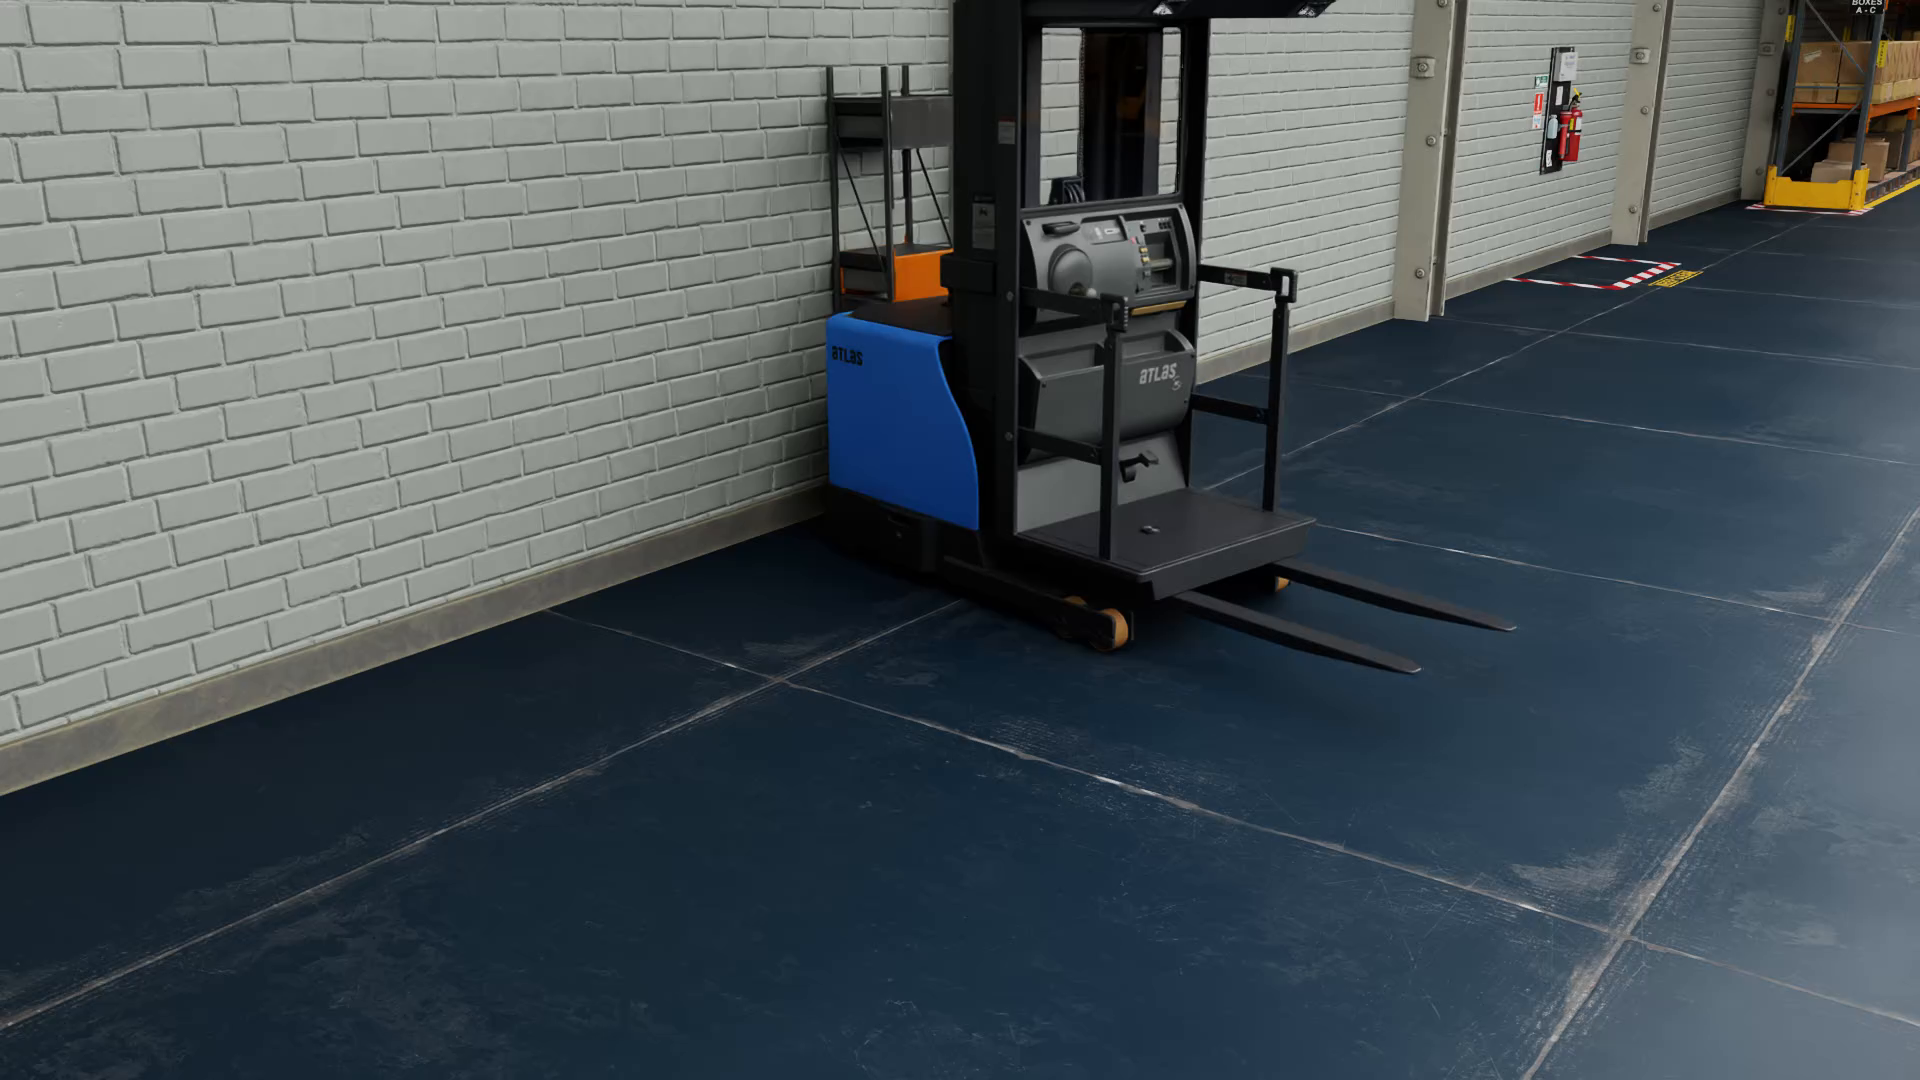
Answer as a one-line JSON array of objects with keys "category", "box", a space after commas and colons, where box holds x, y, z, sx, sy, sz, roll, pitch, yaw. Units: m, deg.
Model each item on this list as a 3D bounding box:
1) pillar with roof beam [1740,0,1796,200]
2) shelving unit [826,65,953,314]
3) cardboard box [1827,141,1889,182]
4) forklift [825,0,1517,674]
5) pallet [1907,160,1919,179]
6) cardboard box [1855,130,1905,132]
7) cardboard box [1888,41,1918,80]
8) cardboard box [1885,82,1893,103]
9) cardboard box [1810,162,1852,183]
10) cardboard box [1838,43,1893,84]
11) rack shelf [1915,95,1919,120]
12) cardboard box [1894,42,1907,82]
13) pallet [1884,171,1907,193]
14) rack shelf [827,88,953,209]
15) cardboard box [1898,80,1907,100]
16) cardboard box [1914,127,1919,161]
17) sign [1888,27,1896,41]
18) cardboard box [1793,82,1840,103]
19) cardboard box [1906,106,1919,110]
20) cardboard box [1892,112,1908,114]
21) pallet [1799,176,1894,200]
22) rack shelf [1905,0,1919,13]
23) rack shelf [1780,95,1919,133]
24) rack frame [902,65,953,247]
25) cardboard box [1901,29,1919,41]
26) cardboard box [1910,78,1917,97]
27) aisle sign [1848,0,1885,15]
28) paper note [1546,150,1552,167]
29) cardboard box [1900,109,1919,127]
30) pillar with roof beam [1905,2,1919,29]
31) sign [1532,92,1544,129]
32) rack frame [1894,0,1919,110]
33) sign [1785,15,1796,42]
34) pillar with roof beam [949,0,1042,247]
[{"category": "pillar with roof beam", "box": [14.361, -8.234, 19.085, 9.100, 9.000, 0.400, 12, 21, 35]}, {"category": "shelving unit", "box": [-0.281, -1.179, 7.962, 0.431, 2.100, 0.503, 14, 22, 42]}, {"category": "cardboard box", "box": [12.483, -5.277, 23.151, 0.700, 0.500, 0.500, 11, 20, 31]}, {"category": "forklift", "box": [0.748, -1.142, 6.478, 1.130, 2.935, 3.031, -15, 23, -40]}, {"category": "pallet", "box": [14.754, -5.908, 26.414, 1.003, 0.211, 1.213, 12, 21, 35]}, {"category": "cardboard box", "box": [14.258, -6.089, 25.767, 0.700, 0.500, 0.500, 12, 21, 34]}, {"category": "cardboard box", "box": [12.930, -6.653, 23.066, 0.500, 0.500, 0.500, 12, 21, 33]}, {"category": "cardboard box", "box": [12.025, -5.934, 22.014, 0.500, 0.250, 0.500, 12, 21, 33]}, {"category": "cardboard box", "box": [11.666, -4.885, 22.208, 0.500, 0.311, 0.500, 10, 20, 29]}, {"category": "cardboard box", "box": [11.707, -6.167, 21.498, 0.500, 0.500, 0.500, 12, 21, 35]}, {"category": "rack shelf", "box": [14.756, -6.895, 26.103, 1.077, 0.370, 4.000, 12, 21, 35]}, {"category": "cardboard box", "box": [12.323, -6.404, 22.264, 0.500, 0.500, 0.500, 12, 21, 33]}, {"category": "pallet", "box": [13.193, -5.265, 24.341, 1.003, 0.211, 1.213, 12, 21, 35]}, {"category": "rack shelf", "box": [-0.292, -1.838, 7.770, 0.431, 0.518, 0.480, 14, 22, 42]}, {"category": "cardboard box", "box": [12.636, -6.174, 22.788, 0.500, 0.250, 0.500, 13, 21, 35]}, {"category": "cardboard box", "box": [14.887, -6.325, 26.528, 0.700, 0.500, 0.500, 12, 21, 34]}, {"category": "sign", "box": [15.500, -8.366, 27.672, 0.100, 0.325, 0.005, 12, 21, 35]}, {"category": "cardboard box", "box": [11.304, -5.893, 21.883, 0.500, 0.250, 0.500, 13, 21, 35]}, {"category": "cardboard box", "box": [16.492, -7.041, 28.277, 0.750, 0.750, 0.750, 12, 21, 34]}, {"category": "cardboard box", "box": [14.557, -6.545, 25.972, 0.500, 0.250, 0.500, 12, 21, 33]}, {"category": "pallet", "box": [12.467, -4.973, 23.401, 1.003, 0.211, 1.213, 12, 21, 35]}, {"category": "rack shelf", "box": [17.140, -9.281, 28.726, 1.077, 0.370, 4.000, 12, 21, 35]}, {"category": "rack shelf", "box": [12.373, -5.943, 23.035, 1.077, 0.370, 4.000, 12, 21, 35]}, {"category": "rack frame", "box": [-0.112, -1.232, 8.131, 0.400, 2.100, 0.015, 14, 22, 42]}, {"category": "cardboard box", "box": [16.010, -8.427, 27.853, 0.500, 0.250, 0.500, 13, 22, 36]}, {"category": "cardboard box", "box": [13.222, -6.417, 23.569, 0.500, 0.250, 0.500, 13, 21, 35]}, {"category": "aisle sign", "box": [11.379, -6.981, 20.783, 0.394, 0.787, 0.004, 12, 21, 35]}, {"category": "paper note", "box": [5.665, -3.668, 15.983, 0.016, 0.148, 0.142, 12, 21, 35]}, {"category": "cardboard box", "box": [15.171, -6.784, 26.741, 0.500, 0.250, 0.500, 13, 21, 36]}, {"category": "pillar with roof beam", "box": [21.511, -11.092, 28.288, 9.100, 9.000, 0.400, 12, 21, 35]}, {"category": "sign", "box": [5.413, -4.022, 15.578, 0.001, 0.329, 0.234, 12, 21, 35]}, {"category": "rack frame", "box": [15.948, -7.715, 27.531, 1.000, 3.000, 0.127, 12, 21, 35]}, {"category": "sign", "box": [10.748, -6.617, 21.507, 0.100, 0.325, 0.005, 12, 21, 35]}, {"category": "pillar with roof beam", "box": [3.636, -3.947, 5.279, 9.100, 9.000, 0.400, 12, 21, 35]}]
